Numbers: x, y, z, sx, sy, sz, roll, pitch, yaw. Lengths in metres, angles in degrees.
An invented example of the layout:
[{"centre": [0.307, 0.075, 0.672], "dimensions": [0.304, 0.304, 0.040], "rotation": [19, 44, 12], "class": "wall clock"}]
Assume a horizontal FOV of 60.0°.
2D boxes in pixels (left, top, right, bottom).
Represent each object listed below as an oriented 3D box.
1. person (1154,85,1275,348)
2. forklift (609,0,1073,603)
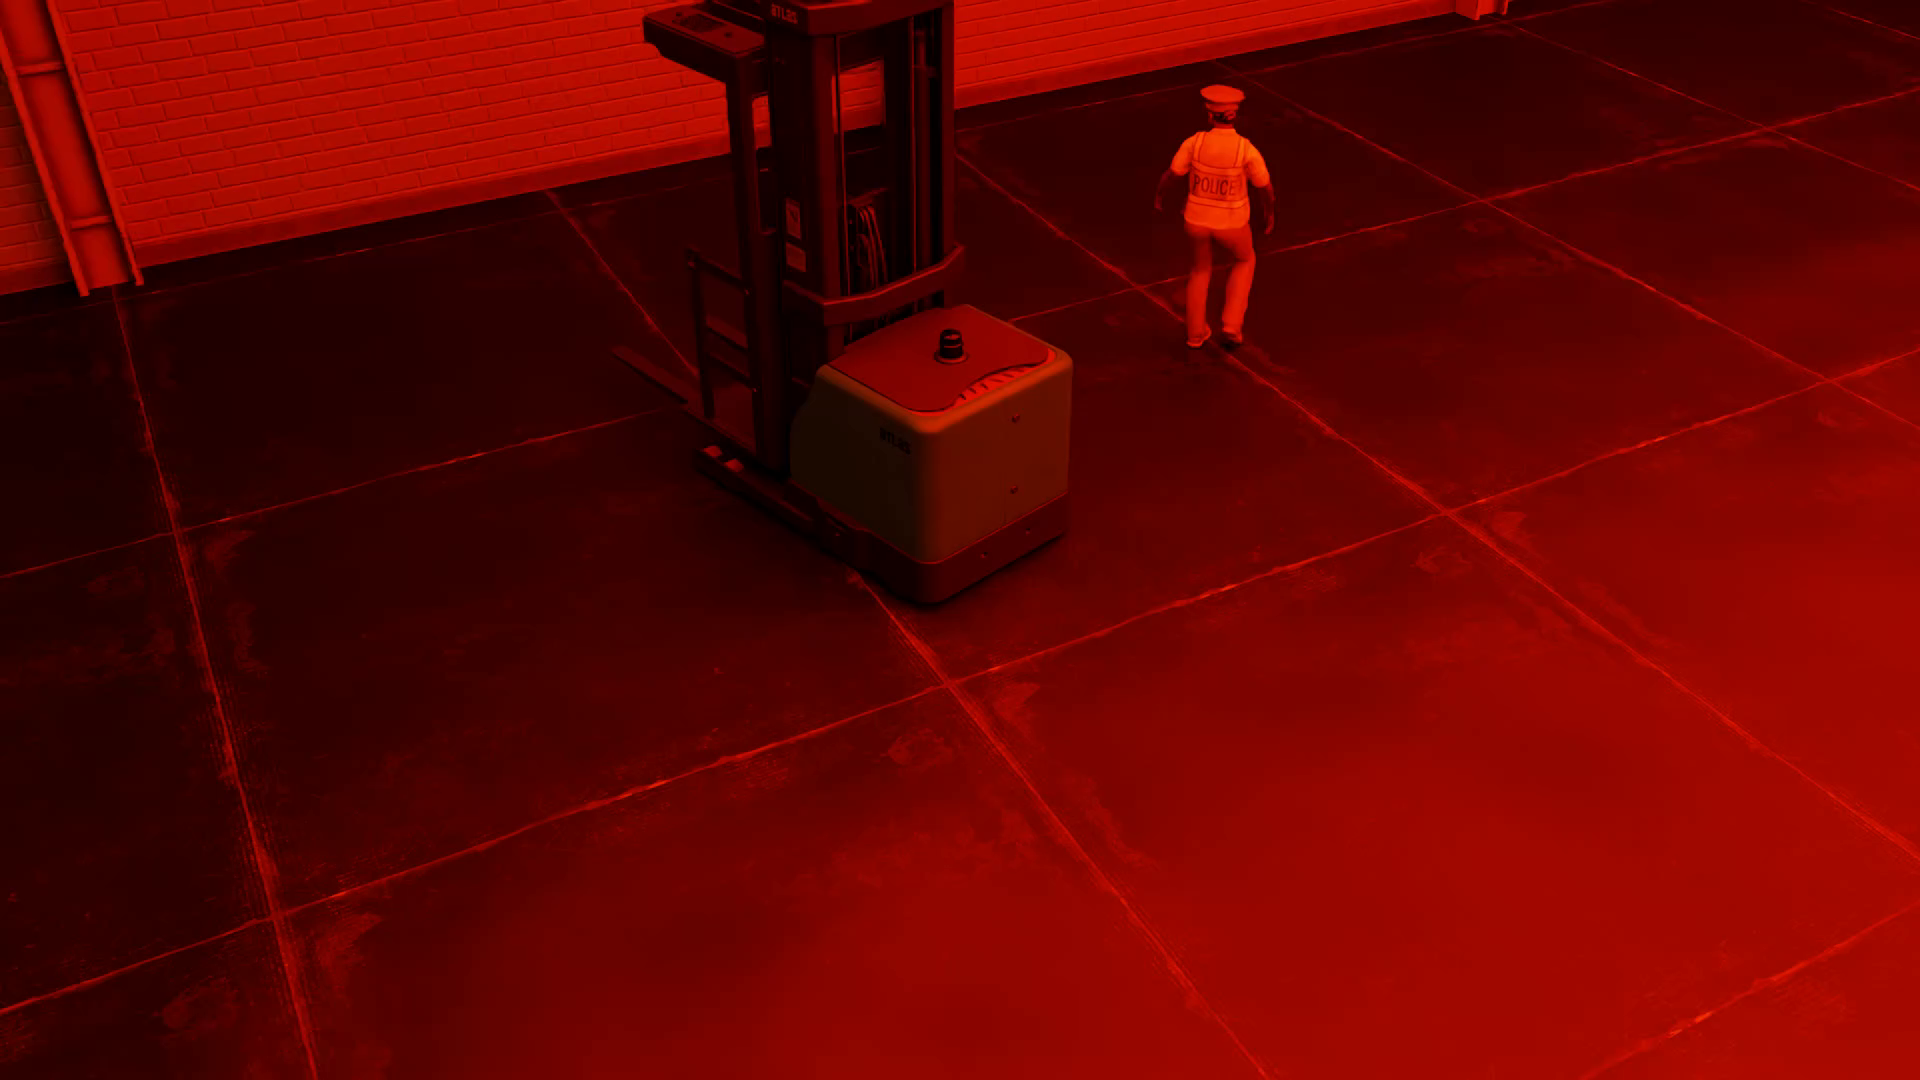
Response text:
[{"centre": [1.503, -1.918, 9.985], "dimensions": [0.733, 1.658, 0.461], "rotation": [13, 37, 18], "class": "person"}, {"centre": [-0.808, -1.648, 8.455], "dimensions": [1.130, 2.935, 3.031], "rotation": [-28, 44, -34], "class": "forklift"}]
